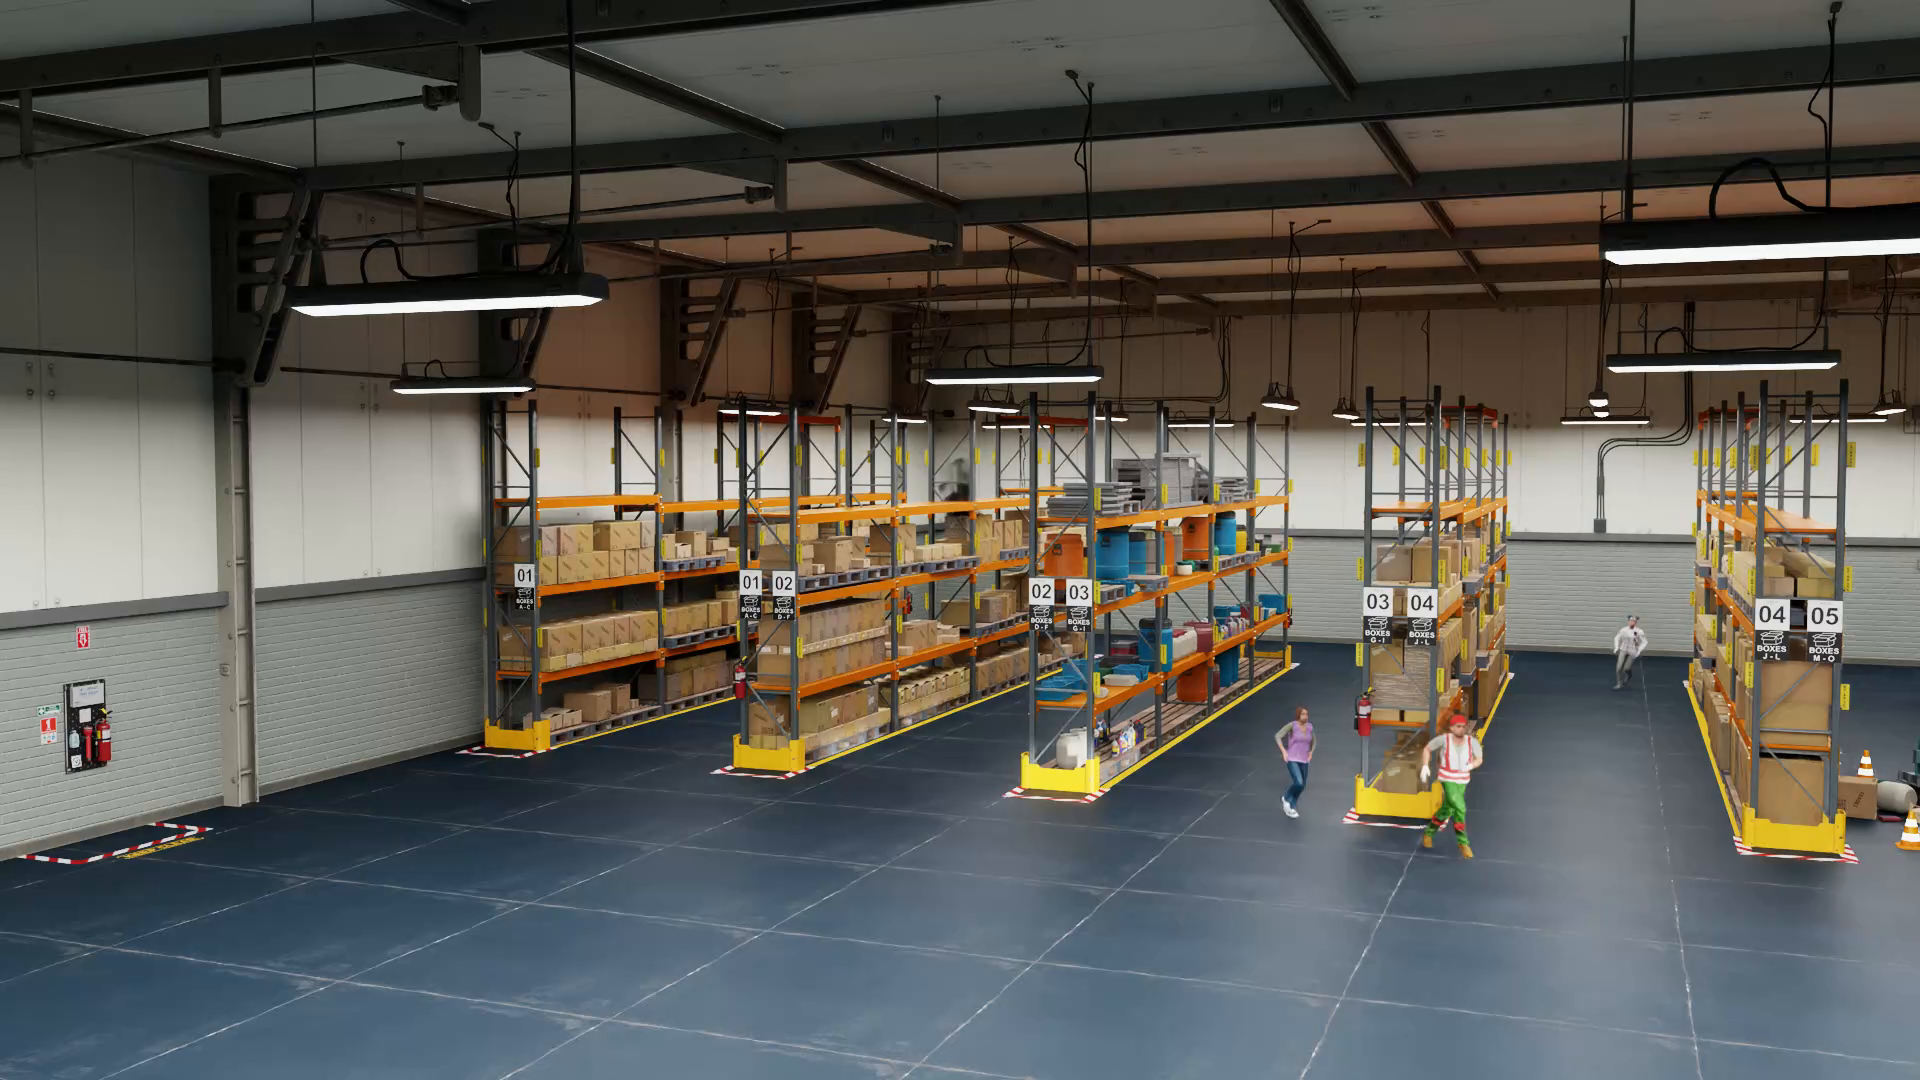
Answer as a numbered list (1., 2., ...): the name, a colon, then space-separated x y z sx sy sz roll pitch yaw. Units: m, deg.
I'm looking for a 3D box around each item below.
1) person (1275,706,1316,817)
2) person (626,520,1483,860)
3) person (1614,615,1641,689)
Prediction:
1. person: 4.694 3.078 23.101 0.559 1.558 0.487 -1 3 -17
2. person: 0.048 1.801 26.372 9.738 3.808 14.499 -1 3 -16
3. person: 14.481 2.424 36.011 0.539 1.634 0.511 2 4 39
